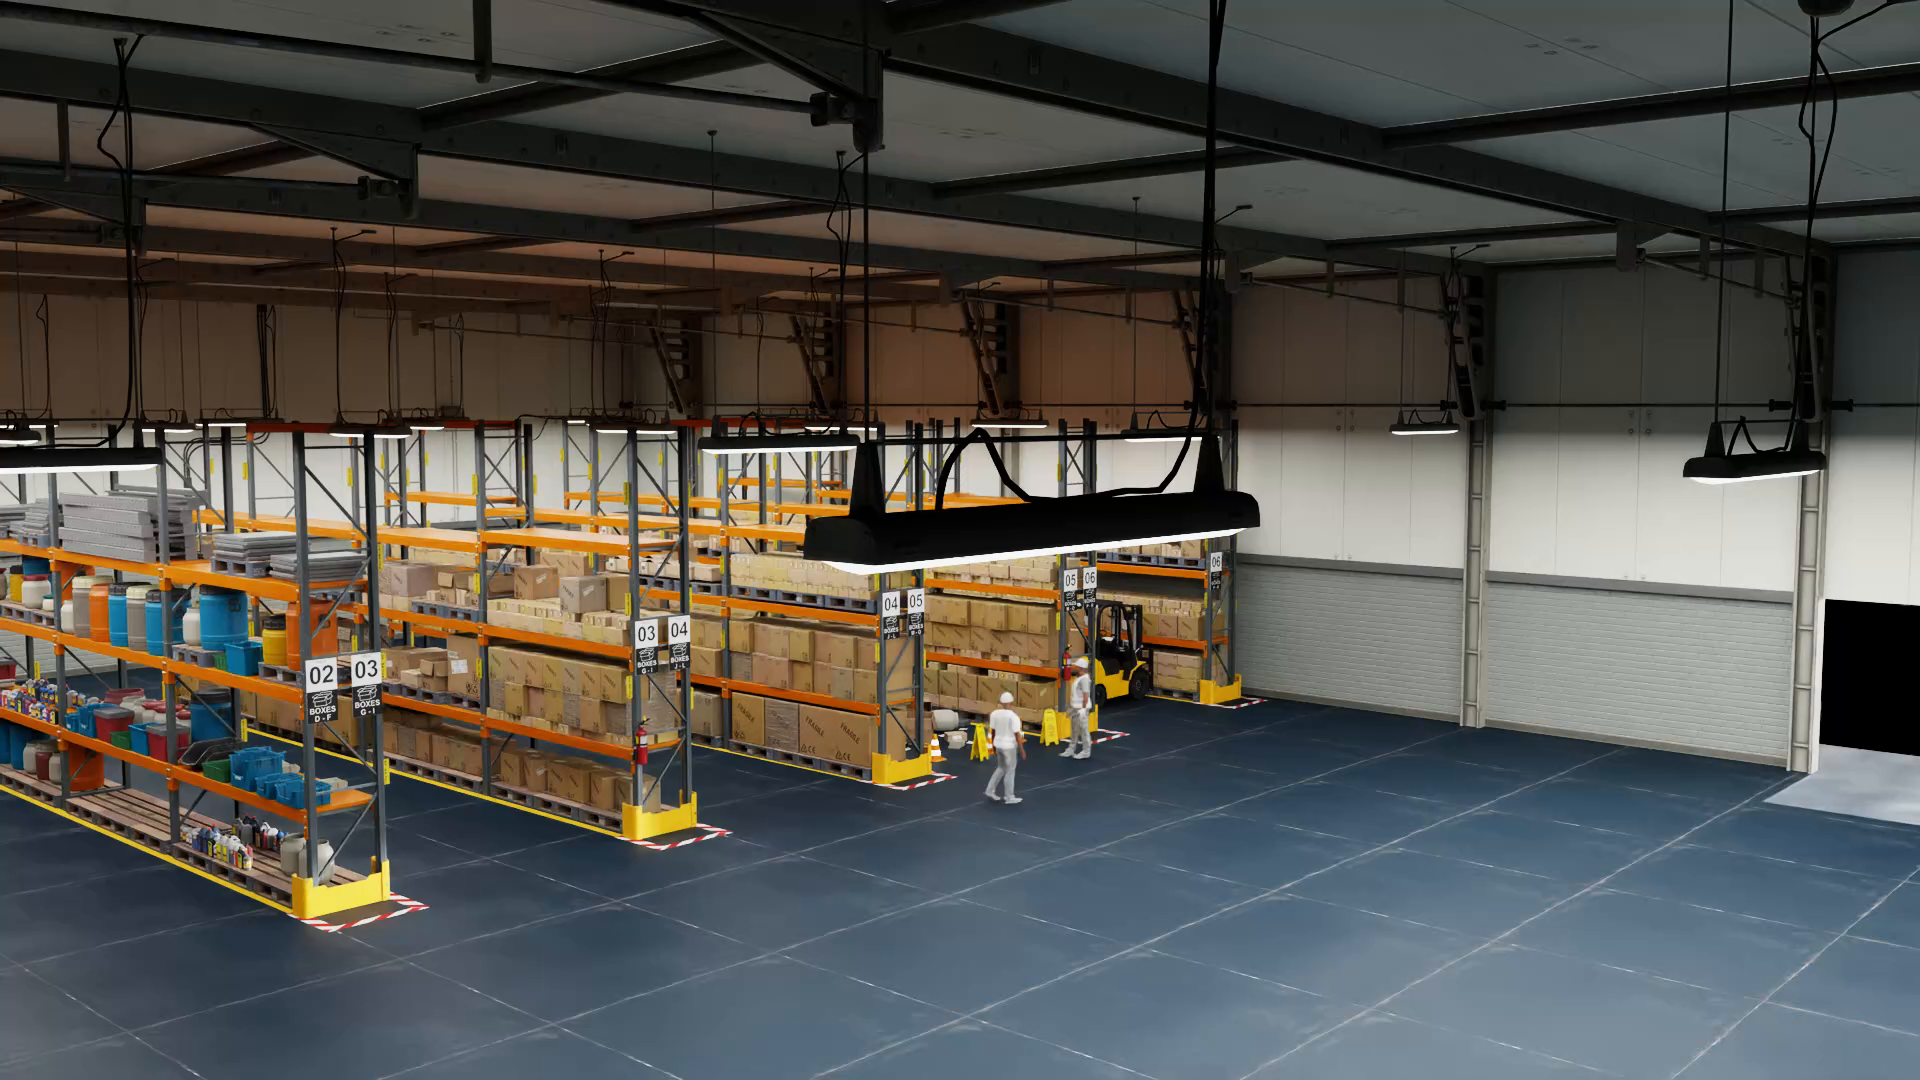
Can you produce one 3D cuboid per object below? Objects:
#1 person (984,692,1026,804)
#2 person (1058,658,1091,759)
[{"bbox_3d":[0.736,3.298,26.379,0.495,1.770,0.636,-3,6,-37],"label":"person"},{"bbox_3d":[2.068,3.012,29.709,0.496,1.807,0.593,-1,5,-16],"label":"person"}]
